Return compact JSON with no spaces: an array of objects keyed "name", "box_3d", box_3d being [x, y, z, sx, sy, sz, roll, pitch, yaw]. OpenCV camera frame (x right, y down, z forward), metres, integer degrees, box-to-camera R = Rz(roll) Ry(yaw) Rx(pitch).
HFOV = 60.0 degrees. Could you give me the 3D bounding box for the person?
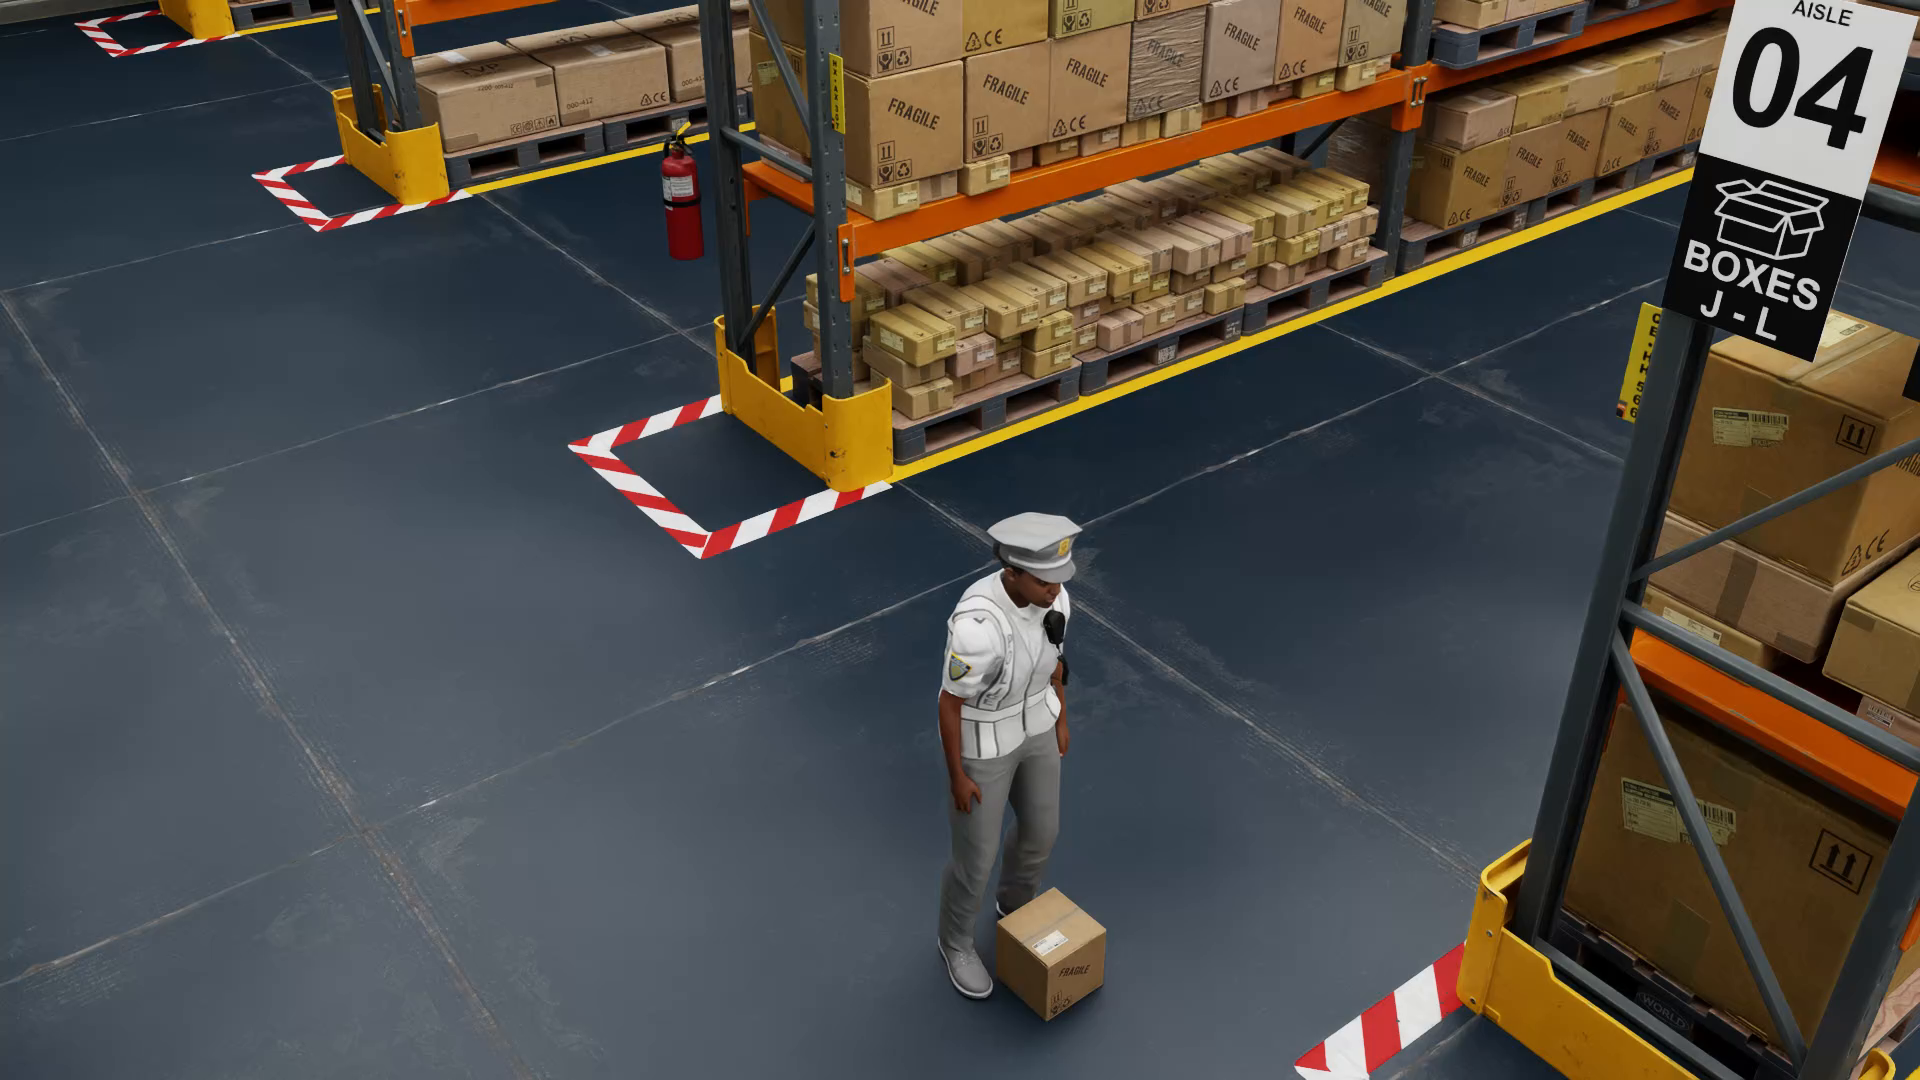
[{"name":"person","box_3d":[0.139,0.639,5.131,0.525,1.658,0.395,-25,40,-34]}]
